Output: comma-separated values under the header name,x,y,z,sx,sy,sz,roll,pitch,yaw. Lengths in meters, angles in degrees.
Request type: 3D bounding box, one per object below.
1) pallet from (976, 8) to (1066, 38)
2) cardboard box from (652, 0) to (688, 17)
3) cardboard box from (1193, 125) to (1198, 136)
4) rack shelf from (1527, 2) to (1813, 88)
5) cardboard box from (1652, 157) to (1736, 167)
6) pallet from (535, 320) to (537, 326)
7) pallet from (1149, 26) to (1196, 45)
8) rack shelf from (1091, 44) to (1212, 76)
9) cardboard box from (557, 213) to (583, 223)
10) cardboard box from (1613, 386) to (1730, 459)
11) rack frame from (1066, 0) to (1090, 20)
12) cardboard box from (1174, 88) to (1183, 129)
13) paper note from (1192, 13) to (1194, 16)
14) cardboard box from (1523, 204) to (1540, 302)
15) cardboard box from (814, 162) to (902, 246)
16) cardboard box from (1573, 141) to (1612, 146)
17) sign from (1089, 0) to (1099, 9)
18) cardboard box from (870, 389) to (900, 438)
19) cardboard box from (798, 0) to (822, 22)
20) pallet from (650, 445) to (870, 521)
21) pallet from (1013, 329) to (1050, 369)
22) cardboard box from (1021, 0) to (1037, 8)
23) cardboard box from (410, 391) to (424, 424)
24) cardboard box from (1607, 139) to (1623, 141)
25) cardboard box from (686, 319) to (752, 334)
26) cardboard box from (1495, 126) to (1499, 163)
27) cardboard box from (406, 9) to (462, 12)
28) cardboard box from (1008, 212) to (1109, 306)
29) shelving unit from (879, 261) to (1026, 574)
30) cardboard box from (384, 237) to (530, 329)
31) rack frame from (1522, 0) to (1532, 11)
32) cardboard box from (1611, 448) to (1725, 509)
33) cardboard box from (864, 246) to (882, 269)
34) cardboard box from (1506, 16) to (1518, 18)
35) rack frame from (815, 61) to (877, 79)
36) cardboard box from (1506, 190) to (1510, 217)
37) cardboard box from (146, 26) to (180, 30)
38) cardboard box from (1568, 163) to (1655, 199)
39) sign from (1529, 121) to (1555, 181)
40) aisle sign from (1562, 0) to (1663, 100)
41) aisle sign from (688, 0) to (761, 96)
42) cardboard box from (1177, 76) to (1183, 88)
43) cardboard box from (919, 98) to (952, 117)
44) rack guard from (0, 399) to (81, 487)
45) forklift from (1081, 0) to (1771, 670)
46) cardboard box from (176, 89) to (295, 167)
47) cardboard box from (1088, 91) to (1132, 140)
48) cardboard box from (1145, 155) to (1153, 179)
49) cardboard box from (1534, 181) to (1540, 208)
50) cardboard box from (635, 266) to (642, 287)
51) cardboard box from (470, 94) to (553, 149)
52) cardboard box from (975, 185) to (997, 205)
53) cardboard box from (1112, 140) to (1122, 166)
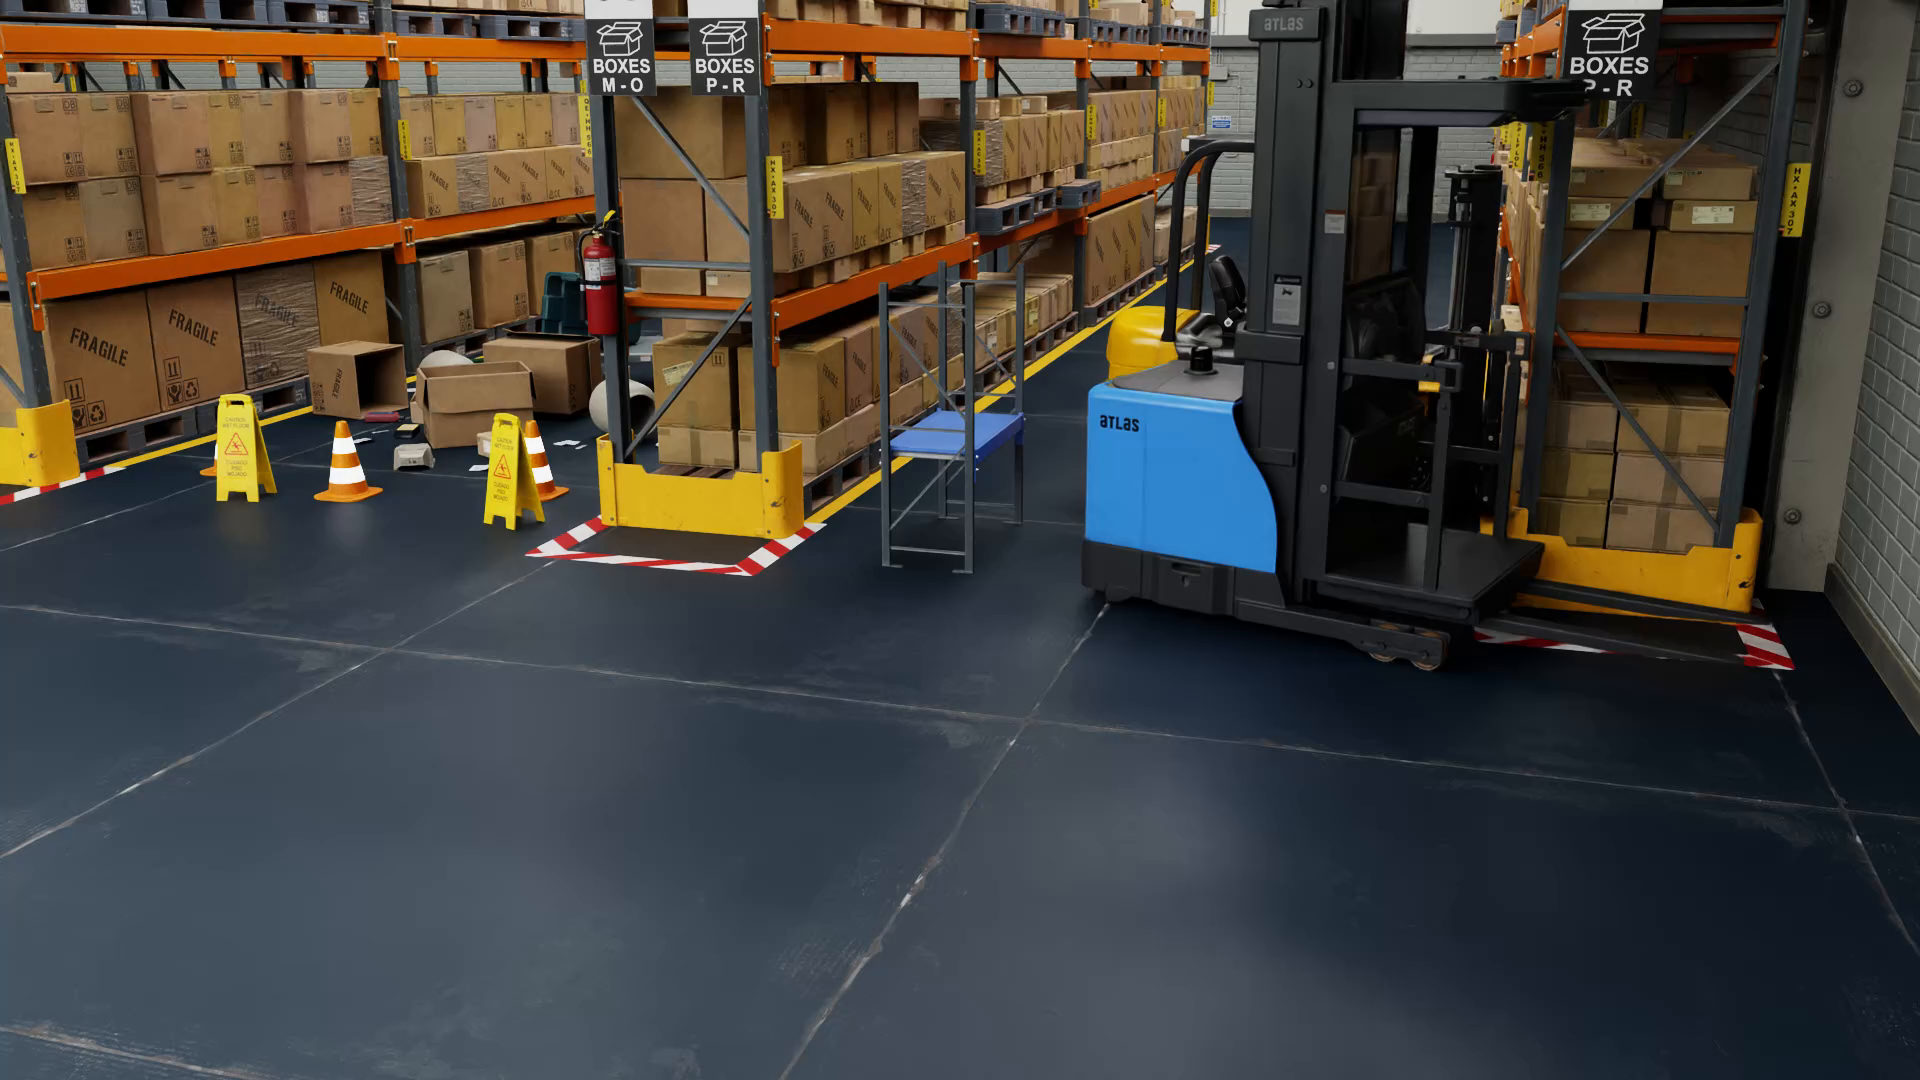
name,x,y,z,sx,sy,sz,roll,pitch,yaw
pallet,0.191,-4.337,13.969,1.213,0.211,1.003,5,16,16
cardboard box,-1.682,-2.950,9.196,0.380,0.149,0.250,5,17,16
cardboard box,2.992,-5.470,22.934,0.500,0.500,0.500,4,16,15
rack shelf,3.813,-2.749,9.346,1.077,0.370,4.000,5,16,16
cardboard box,3.798,-1.903,8.624,0.380,0.149,0.250,5,17,16
pallet,-4.312,-2.421,17.479,1.003,0.211,1.213,5,16,16
pallet,2.486,-6.584,21.710,1.003,0.211,1.213,5,16,16
rack shelf,2.464,-6.272,21.768,1.077,0.370,4.000,5,16,16
cardboard box,-6.575,-5.473,26.254,0.875,0.875,0.875,5,16,16
cardboard box,3.563,-0.600,8.385,0.500,0.250,0.500,4,16,15
rack frame,0.758,-6.492,15.726,1.000,3.000,0.127,5,16,16
cardboard box,2.569,-5.552,21.391,0.500,0.500,0.500,5,17,17
paper note,2.993,-6.751,21.360,0.006,0.032,0.123,5,16,16
cardboard box,3.435,-1.595,9.273,0.500,0.500,0.500,4,16,15
cardboard box,-0.690,-2.209,10.893,0.500,0.500,0.500,4,16,15
cardboard box,3.955,-2.475,10.642,0.380,0.149,0.250,4,16,15
sign,1.278,-5.255,15.915,0.100,0.325,0.005,5,16,16
cardboard box,-0.725,-0.858,11.127,0.500,0.250,0.500,6,17,20
cardboard box,-1.013,-3.039,9.509,0.380,0.149,0.250,5,17,17
pallet,-1.229,-0.401,10.356,1.003,0.211,1.213,5,16,16
pallet,0.186,-1.742,15.083,1.003,0.211,1.213,5,16,16
cardboard box,0.315,-4.387,13.306,0.500,0.250,0.500,4,16,15
cardboard box,-3.876,-1.009,12.399,0.396,0.266,0.258,8,18,25
cardboard box,5.653,-3.404,14.462,0.380,0.149,0.250,5,17,17
cardboard box,-1.497,-1.396,10.460,0.380,0.149,0.250,5,17,17
cardboard box,6.156,-4.274,17.947,0.700,0.500,0.500,5,17,16
cardboard box,-4.866,-5.043,15.324,0.500,0.311,0.500,4,16,14
cardboard box,1.034,-2.960,17.392,0.875,0.875,0.875,4,16,15
shelving unit,-0.024,-0.699,9.046,0.538,1.500,1.048,5,16,16
cardboard box,-4.785,-2.458,15.851,1.050,0.750,0.750,5,16,16
rack frame,5.519,-6.108,14.372,1.000,3.000,0.127,5,16,16
cardboard box,3.578,-0.355,8.439,0.500,0.250,0.500,5,17,17
cardboard box,-0.730,-1.869,10.880,0.380,0.149,0.250,4,16,14
cardboard box,5.901,-5.526,17.325,0.380,0.149,0.250,4,16,15
rack frame,-1.743,-6.056,25.184,1.000,3.000,0.127,5,16,16
cardboard box,5.010,-2.921,14.406,0.500,0.250,0.500,4,16,15
cardboard box,-8.771,-5.471,17.898,0.500,0.250,0.500,5,16,16
cardboard box,3.145,-1.742,8.057,0.380,0.149,0.250,5,16,16
sign,2.729,-1.845,7.783,0.100,0.325,0.005,5,16,16
aisle sign,2.945,-2.385,7.477,0.394,0.787,0.004,5,16,16
aisle sign,-1.235,-2.723,8.669,0.394,0.787,0.004,5,16,16
cardboard box,2.685,-5.953,21.615,0.380,0.149,0.250,5,16,16
cardboard box,-0.280,-3.584,13.782,0.380,0.149,0.250,4,16,14
rack guard,-6.296,-0.661,10.745,1.175,0.500,0.348,5,16,16
forklift,2.110,-1.001,7.489,3.031,2.935,1.130,10,19,33
cardboard box,-5.621,-3.131,12.617,0.875,0.550,0.550,5,16,16
cardboard box,1.573,-4.641,18.180,0.500,0.500,0.500,5,17,17
cardboard box,2.009,-4.443,19.772,0.500,0.250,0.500,4,16,15
cardboard box,3.416,-1.939,9.296,0.380,0.149,0.250,5,17,16
cardboard box,-3.571,-3.128,18.671,0.500,0.500,0.500,4,16,14
cardboard box,-4.439,-4.109,16.303,0.700,0.500,0.500,4,16,15
cardboard box,0.082,-2.760,13.256,0.380,0.149,0.250,5,17,17
cardboard box,1.441,-4.152,17.829,0.500,0.250,0.500,5,16,16
